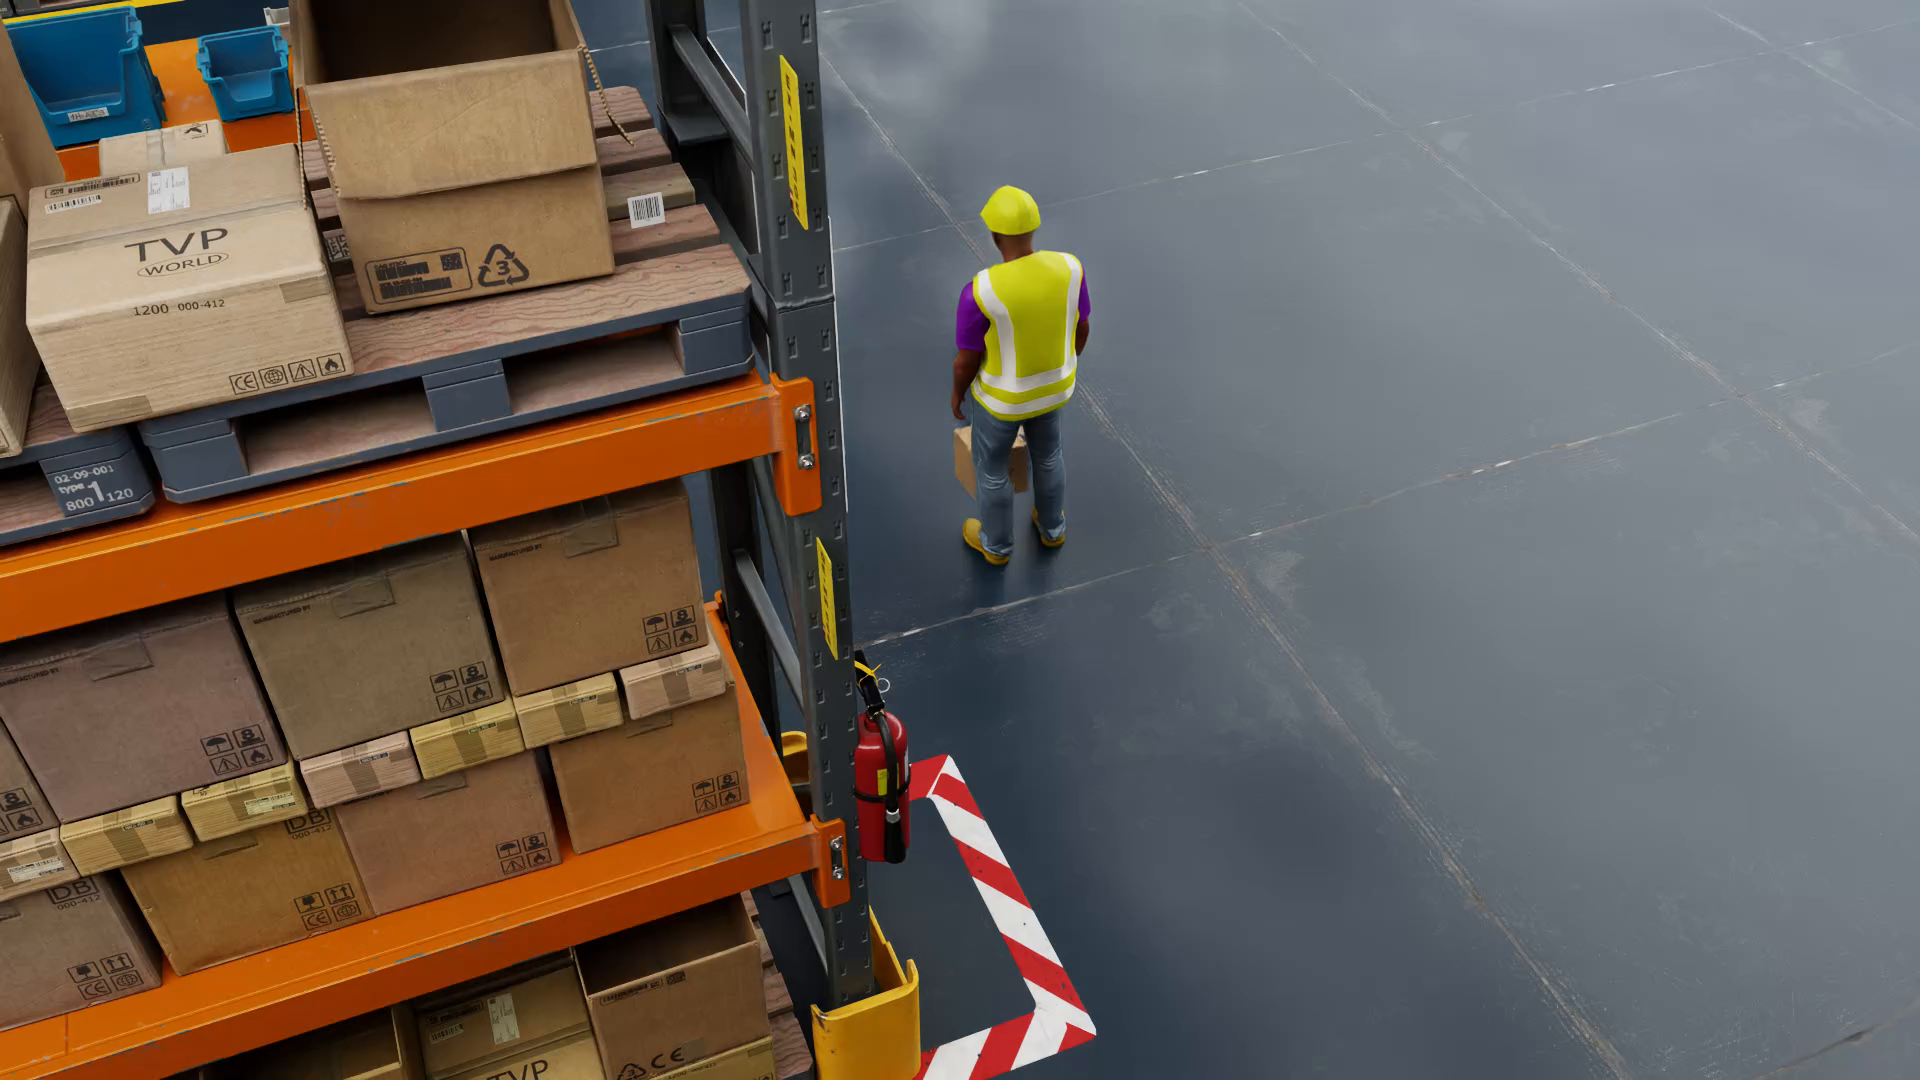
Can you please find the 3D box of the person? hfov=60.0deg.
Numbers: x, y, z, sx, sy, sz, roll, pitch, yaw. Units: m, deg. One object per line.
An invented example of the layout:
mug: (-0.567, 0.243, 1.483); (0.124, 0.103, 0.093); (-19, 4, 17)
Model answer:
person: (0.240, -0.644, 6.872); (0.601, 1.763, 0.443); (-17, 44, -18)
